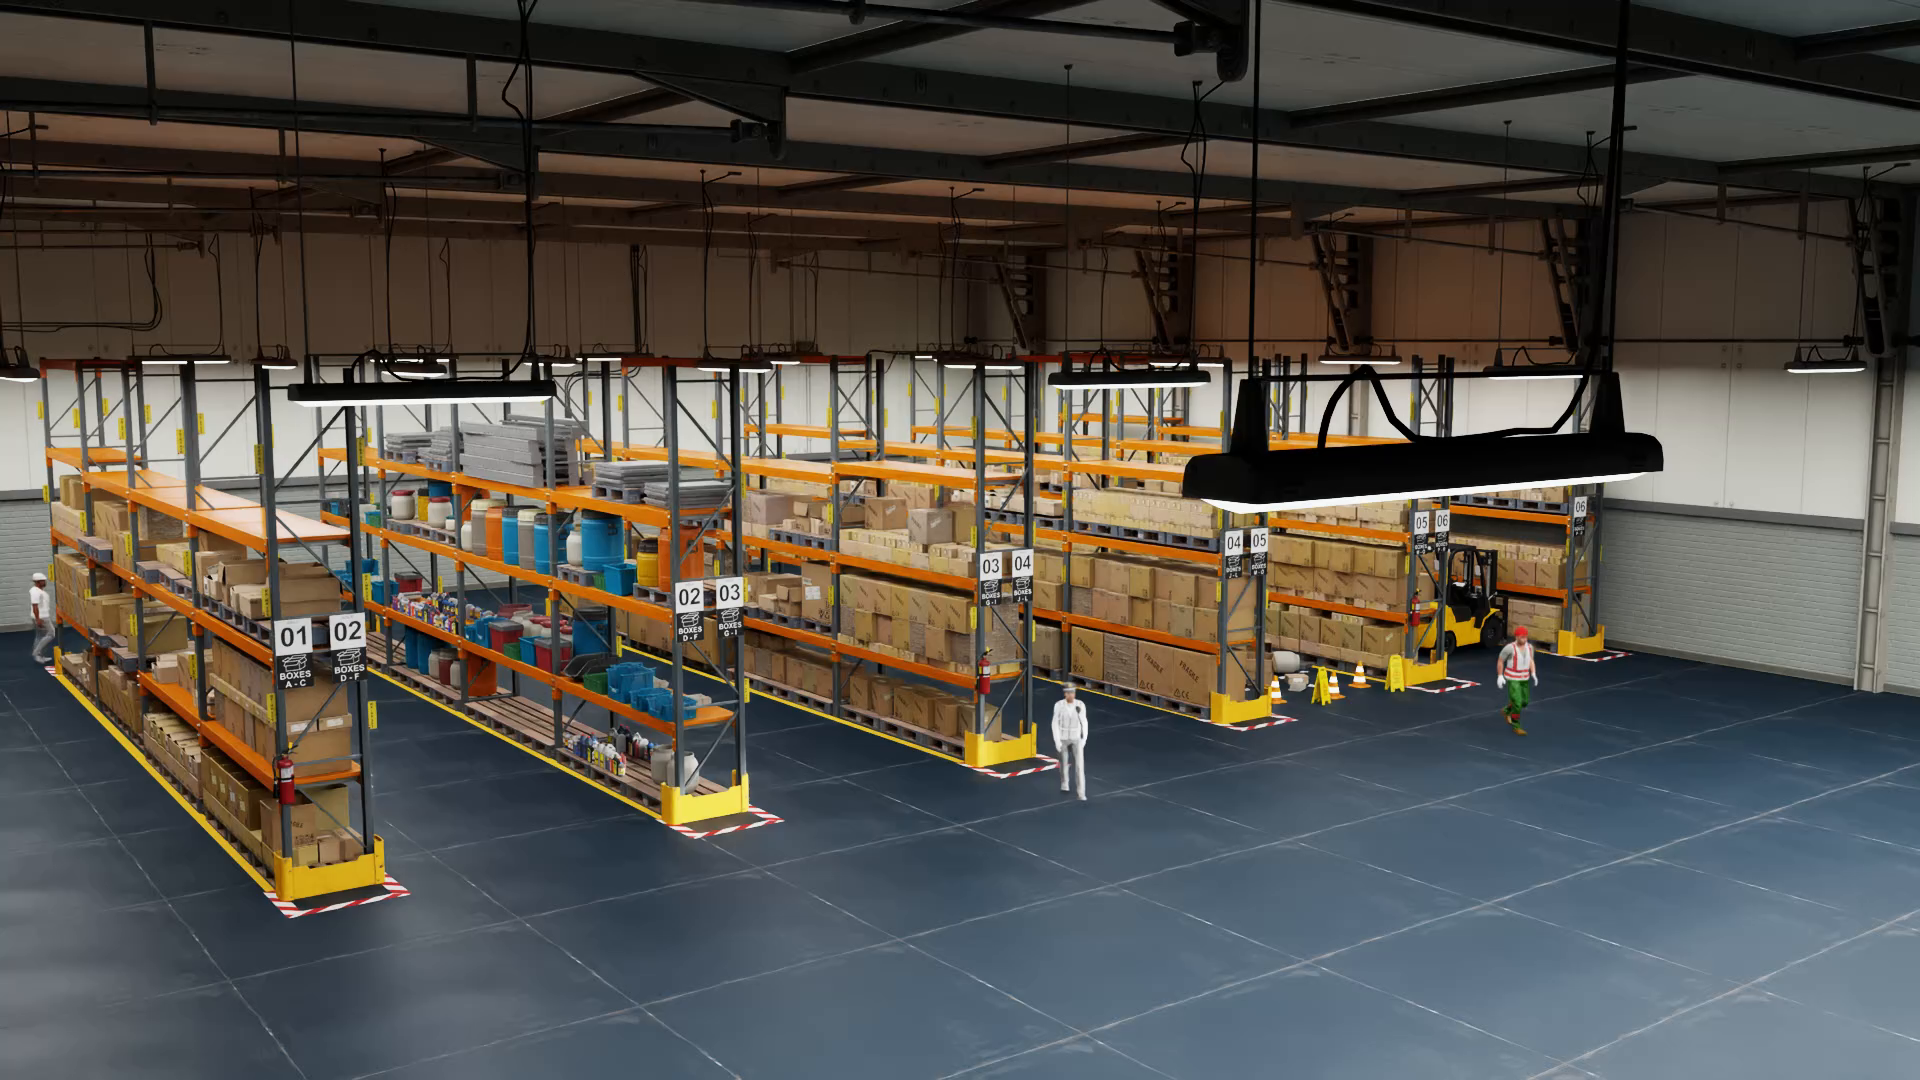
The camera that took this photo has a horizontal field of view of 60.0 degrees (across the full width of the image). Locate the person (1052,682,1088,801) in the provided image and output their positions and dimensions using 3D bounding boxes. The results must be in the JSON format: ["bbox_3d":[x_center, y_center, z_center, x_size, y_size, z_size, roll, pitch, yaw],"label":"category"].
[{"bbox_3d":[1.525,2.756,22.983,0.516,1.616,1.032,1,7,7],"label":"person"}]

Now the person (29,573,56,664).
[{"bbox_3d":[-18.037,1.525,32.641,0.449,1.766,0.606,-5,8,-34],"label":"person"}]

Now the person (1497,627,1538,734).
[{"bbox_3d":[8.951,2.237,26.926,0.604,1.757,0.738,-3,7,-20],"label":"person"}]
